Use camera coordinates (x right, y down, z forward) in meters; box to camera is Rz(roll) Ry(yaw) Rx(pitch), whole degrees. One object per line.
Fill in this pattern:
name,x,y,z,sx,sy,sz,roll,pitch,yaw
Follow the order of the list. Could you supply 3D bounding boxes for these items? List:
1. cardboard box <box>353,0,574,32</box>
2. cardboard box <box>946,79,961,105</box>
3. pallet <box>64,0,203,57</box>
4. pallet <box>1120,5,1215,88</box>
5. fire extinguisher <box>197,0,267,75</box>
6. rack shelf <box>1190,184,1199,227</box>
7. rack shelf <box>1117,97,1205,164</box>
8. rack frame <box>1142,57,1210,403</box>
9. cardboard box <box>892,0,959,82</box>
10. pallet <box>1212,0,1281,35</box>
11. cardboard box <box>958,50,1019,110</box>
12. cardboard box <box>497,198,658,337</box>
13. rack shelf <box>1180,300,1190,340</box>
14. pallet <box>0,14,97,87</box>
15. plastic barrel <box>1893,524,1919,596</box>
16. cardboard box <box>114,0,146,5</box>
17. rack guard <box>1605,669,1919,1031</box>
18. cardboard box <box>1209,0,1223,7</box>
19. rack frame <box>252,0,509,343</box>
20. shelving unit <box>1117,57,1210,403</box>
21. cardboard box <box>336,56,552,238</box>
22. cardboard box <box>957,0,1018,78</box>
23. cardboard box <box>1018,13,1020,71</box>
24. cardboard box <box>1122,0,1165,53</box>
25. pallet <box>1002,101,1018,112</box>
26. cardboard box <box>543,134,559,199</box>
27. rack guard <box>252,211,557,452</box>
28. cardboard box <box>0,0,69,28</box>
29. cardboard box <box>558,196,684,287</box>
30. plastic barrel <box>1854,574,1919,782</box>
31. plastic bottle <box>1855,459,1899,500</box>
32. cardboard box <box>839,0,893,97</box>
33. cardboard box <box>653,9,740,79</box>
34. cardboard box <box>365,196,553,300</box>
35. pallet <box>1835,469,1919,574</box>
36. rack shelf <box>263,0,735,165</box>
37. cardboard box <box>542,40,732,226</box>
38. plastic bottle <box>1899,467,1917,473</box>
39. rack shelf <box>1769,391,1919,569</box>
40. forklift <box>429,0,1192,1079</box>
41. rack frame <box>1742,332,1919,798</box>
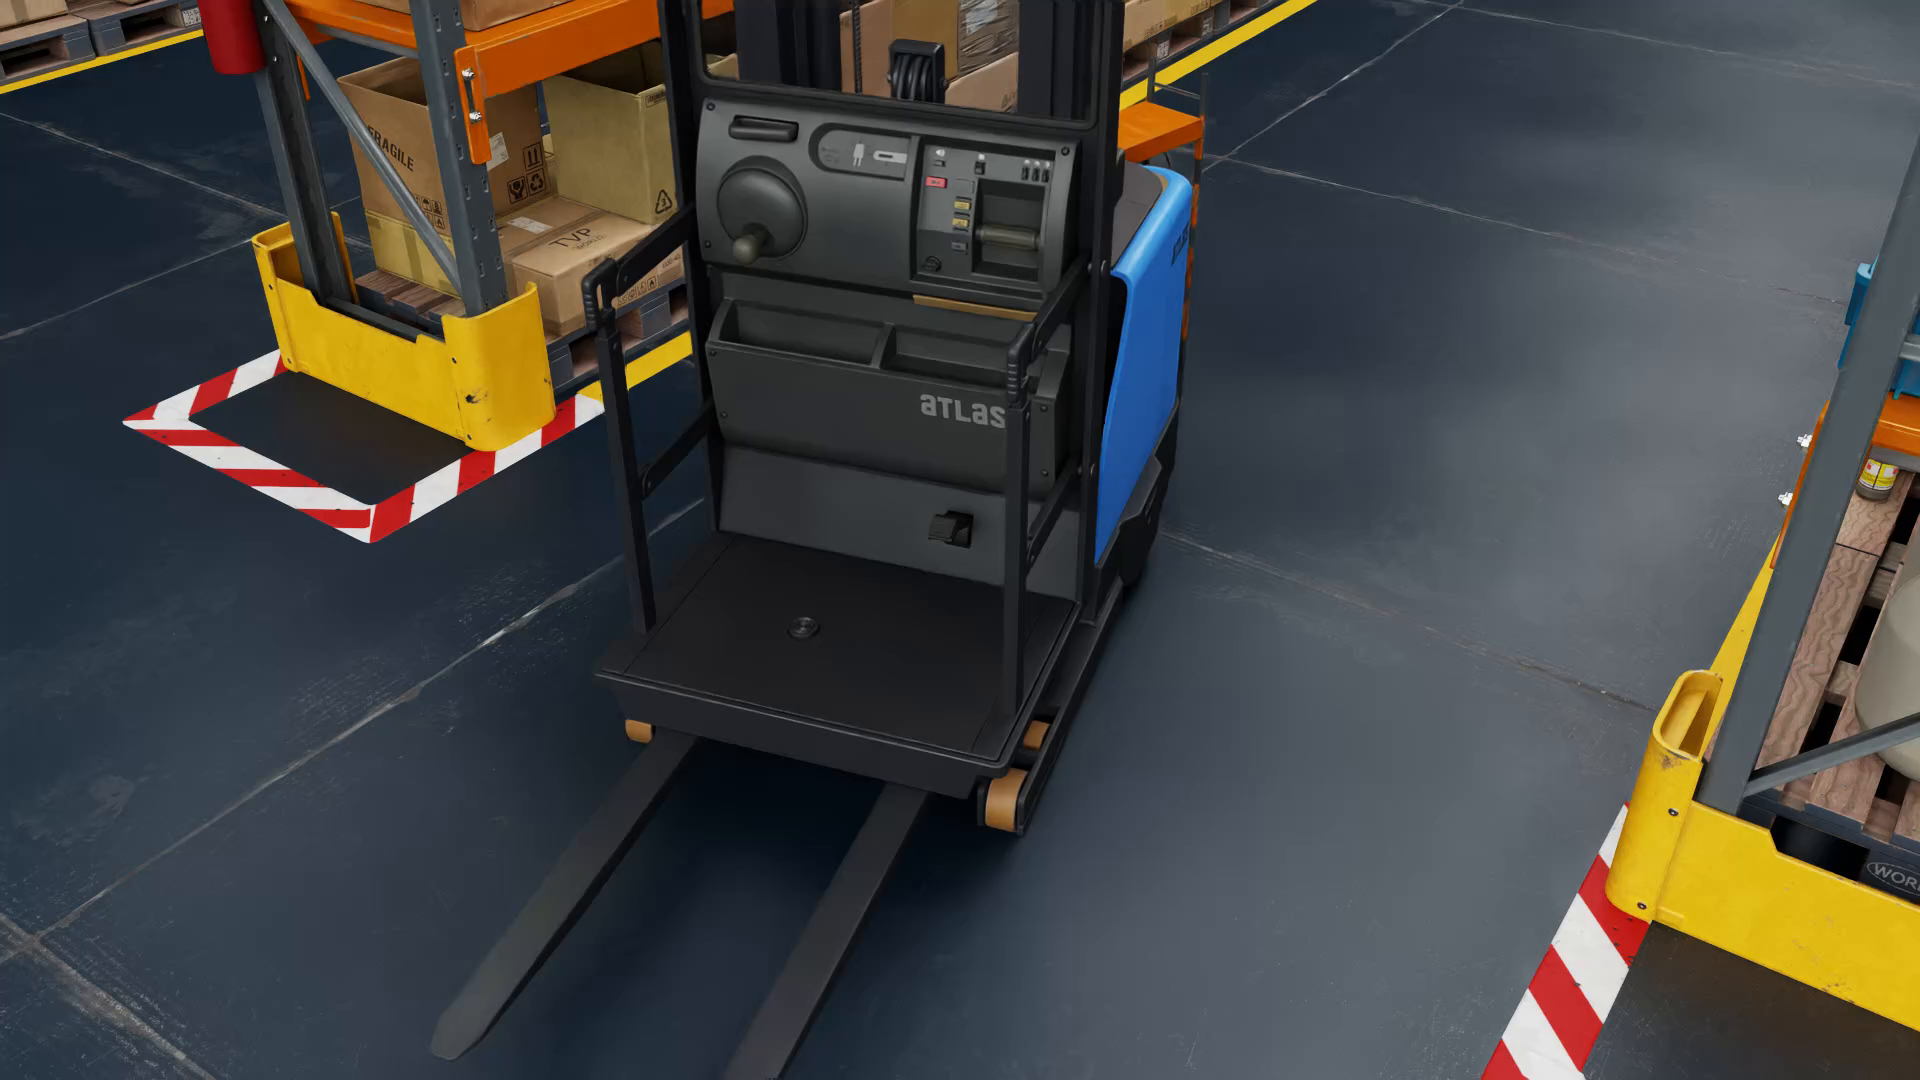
cardboard box,-1.693,-2.059,5.528,0.700,0.500,0.500,21,39,28
cardboard box,-0.340,-1.938,7.518,0.500,0.250,0.500,21,39,28
pallet,-4.809,-3.189,9.778,1.003,0.211,1.213,21,39,28
pallet,0.699,-2.844,9.268,1.003,0.211,1.213,21,39,28
fire extinguisher,-2.419,-1.869,5.405,0.296,0.674,0.183,21,39,28
rack shelf,0.536,-1.071,5.483,0.480,0.148,0.258,-29,44,-36
rack shelf,0.536,-1.267,5.351,0.480,0.148,0.258,-29,44,-36
rack frame,0.709,-1.038,5.713,0.015,1.200,0.240,-29,44,-36
cardboard box,-0.350,-2.253,7.314,0.500,0.500,0.500,21,39,28
pallet,1.394,-3.408,10.101,1.003,0.211,1.213,21,39,28
cardboard box,-0.067,-2.173,7.865,0.500,0.250,0.500,21,39,28
cardboard box,-1.481,-1.018,6.157,0.500,0.250,0.500,21,39,28
rack shelf,0.536,-0.721,5.720,0.480,0.148,0.258,-29,44,-36
pallet,-5.506,-2.630,8.951,1.003,0.211,1.213,21,39,28
plastic barrel,2.696,0.075,4.307,0.421,0.512,0.421,0,34,0
cardboard box,-4.788,-3.408,9.451,0.700,0.500,0.500,19,38,25
rack guard,2.102,0.762,3.677,1.175,0.500,0.348,21,39,28
cardboard box,1.330,-3.263,9.478,0.500,0.250,0.500,20,39,27
rack frame,-1.969,-1.807,5.245,1.000,3.000,0.127,21,39,28
shelving unit,0.536,-0.941,5.571,0.503,1.200,0.258,-29,44,-36
cardboard box,-1.908,-1.495,6.193,0.500,0.500,0.500,21,39,28
cardboard box,-0.068,-2.484,7.656,0.500,0.500,0.500,21,39,28
cardboard box,0.226,-2.400,8.200,0.500,0.250,0.500,21,39,28
cardboard box,0.745,-2.789,8.777,0.500,0.250,0.500,20,39,27
pallet,-0.177,-2.140,8.226,1.003,0.211,1.213,21,39,28
cardboard box,-1.631,-1.417,6.748,0.500,0.250,0.500,21,39,28
rack guard,-1.983,-0.761,5.928,1.175,0.500,0.348,21,39,28
cardboard box,-5.248,-3.008,9.028,0.500,0.311,0.500,25,41,32
cardboard box,-1.199,-1.249,6.499,0.500,0.250,0.500,21,39,28
plastic barrel,2.410,0.306,3.966,0.421,0.512,0.421,0,34,0
plastic bottle,2.785,-0.232,5.020,0.097,0.201,0.097,0,34,0
cardboard box,-0.624,-2.018,6.967,0.500,0.500,0.500,21,39,28
cardboard box,-0.923,-1.793,6.635,0.500,0.500,0.500,21,39,28
cardboard box,-1.906,-1.183,6.402,0.500,0.250,0.500,21,39,28
pallet,3.266,-0.049,5.135,1.003,0.211,1.213,21,39,28
rack shelf,-0.829,-2.430,6.807,1.077,0.370,4.000,21,39,28
cardboard box,-1.197,-1.559,6.288,0.500,0.500,0.500,21,39,28
plastic bottle,2.951,-0.370,5.158,0.152,0.276,0.135,22,40,29
rack shelf,3.238,-0.846,4.465,1.077,0.370,4.000,21,39,28
forklift,1.853,-1.586,4.293,4.498,3.703,6.186,11,36,16
rack frame,2.100,-0.222,2.901,0.949,2.616,0.053,21,39,28
